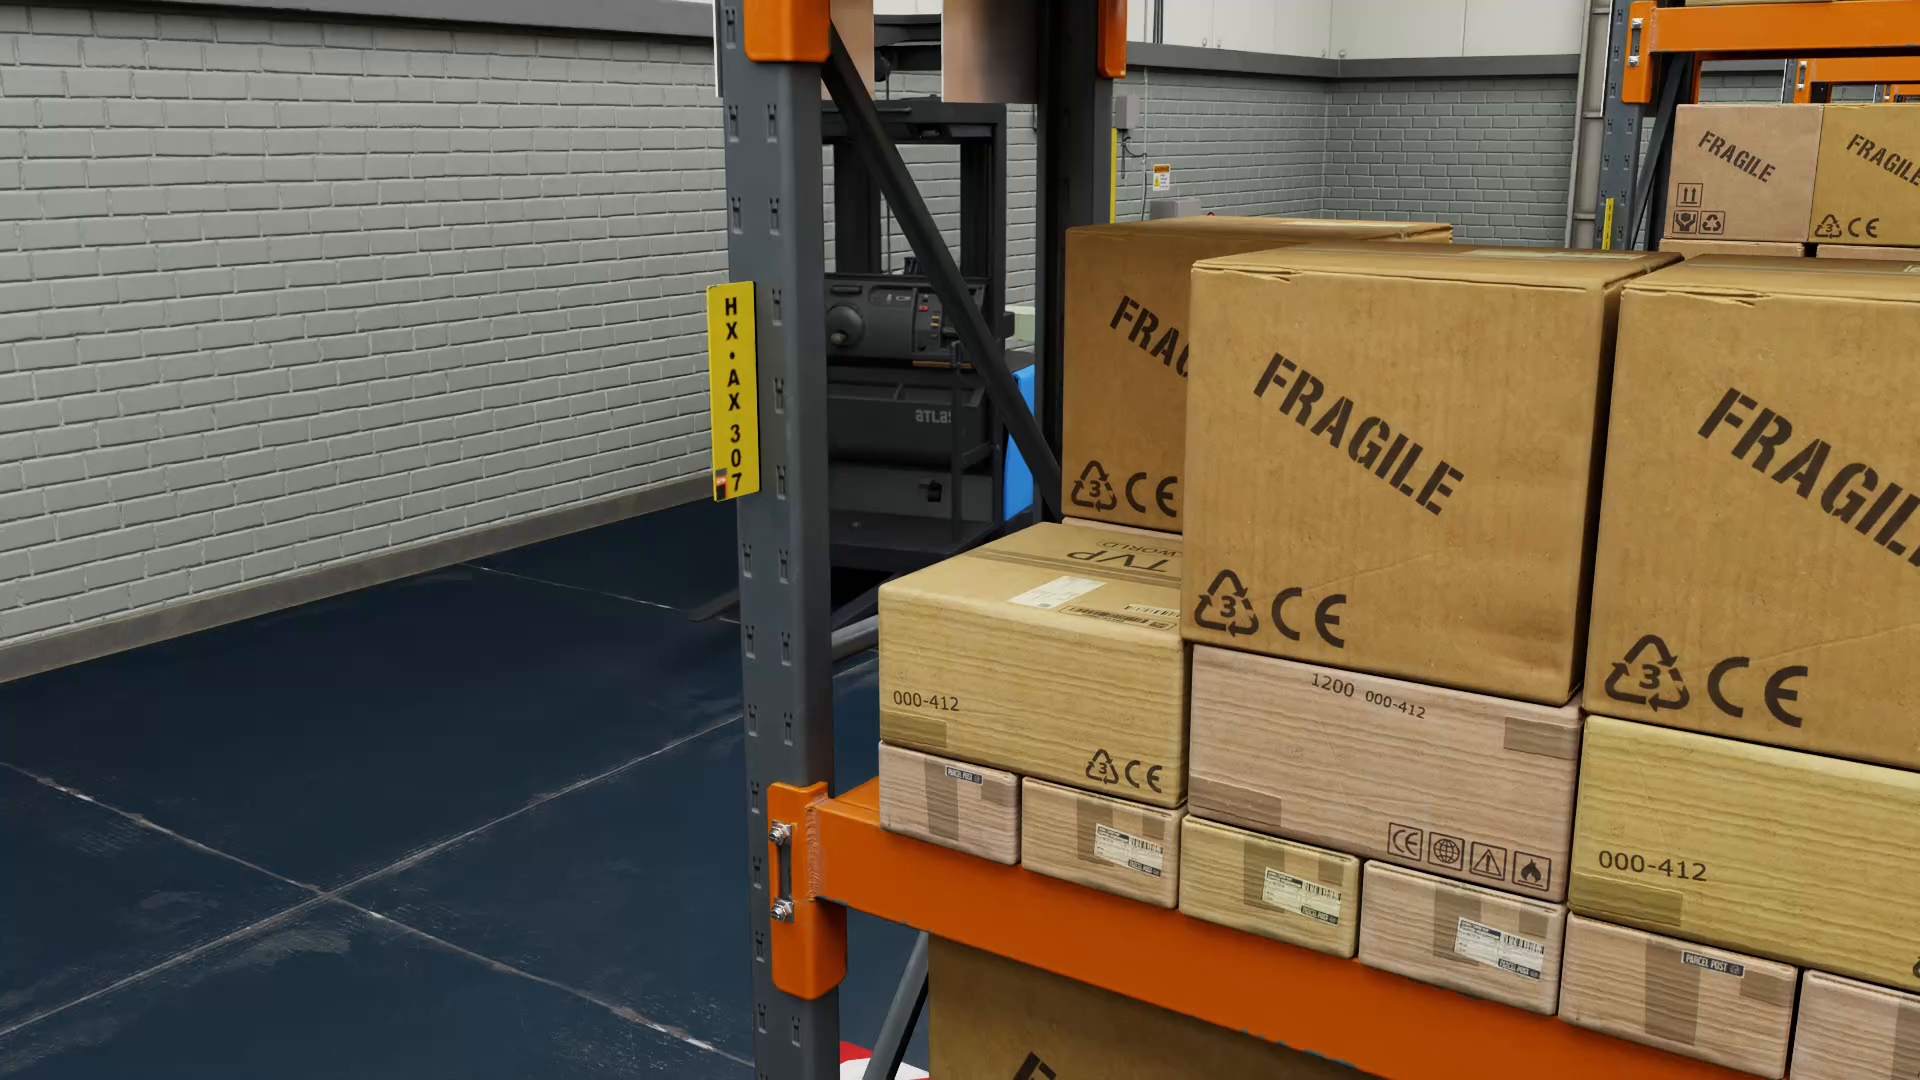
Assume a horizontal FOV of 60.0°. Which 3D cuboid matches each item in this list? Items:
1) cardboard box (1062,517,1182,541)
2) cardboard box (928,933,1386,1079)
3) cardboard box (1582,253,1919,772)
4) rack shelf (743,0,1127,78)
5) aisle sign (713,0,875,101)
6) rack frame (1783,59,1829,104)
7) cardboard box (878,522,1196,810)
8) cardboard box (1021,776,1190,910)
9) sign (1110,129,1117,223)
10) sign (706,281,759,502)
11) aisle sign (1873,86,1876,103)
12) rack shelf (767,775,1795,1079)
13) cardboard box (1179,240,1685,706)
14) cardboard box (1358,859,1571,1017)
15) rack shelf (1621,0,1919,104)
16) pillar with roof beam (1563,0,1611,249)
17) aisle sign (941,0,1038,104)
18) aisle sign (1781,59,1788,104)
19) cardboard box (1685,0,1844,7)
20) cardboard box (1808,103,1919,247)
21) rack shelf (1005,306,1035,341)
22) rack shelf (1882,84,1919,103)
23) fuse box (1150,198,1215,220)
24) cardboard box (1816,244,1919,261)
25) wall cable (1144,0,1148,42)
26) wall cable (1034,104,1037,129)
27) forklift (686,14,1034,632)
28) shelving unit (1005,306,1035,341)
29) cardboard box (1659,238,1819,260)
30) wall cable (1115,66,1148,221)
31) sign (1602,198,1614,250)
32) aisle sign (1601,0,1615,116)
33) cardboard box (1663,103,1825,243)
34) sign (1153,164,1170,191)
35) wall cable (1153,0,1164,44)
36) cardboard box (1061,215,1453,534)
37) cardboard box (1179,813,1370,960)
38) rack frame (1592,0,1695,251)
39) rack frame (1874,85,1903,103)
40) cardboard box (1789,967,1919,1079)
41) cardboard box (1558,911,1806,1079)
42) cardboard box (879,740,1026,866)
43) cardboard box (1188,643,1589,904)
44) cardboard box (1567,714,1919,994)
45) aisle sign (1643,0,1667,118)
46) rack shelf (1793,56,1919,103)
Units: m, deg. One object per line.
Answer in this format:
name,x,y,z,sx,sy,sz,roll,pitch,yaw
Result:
cardboard box,0.521,0.064,3.016,0.500,0.250,0.500,9,16,32
cardboard box,0.547,1.021,3.005,0.875,0.875,0.875,9,17,33
cardboard box,1.067,-0.059,1.951,0.500,0.500,0.500,9,16,31
rack shelf,1.631,-0.715,1.725,4.000,0.370,1.077,9,17,33
aisle sign,-0.256,-1.088,2.568,0.004,0.787,0.394,9,17,33
rack frame,5.502,-1.853,11.065,0.127,3.000,1.000,9,17,33
cardboard box,0.219,0.170,2.587,0.500,0.250,0.500,9,16,31
cardboard box,0.295,0.393,2.517,0.250,0.149,0.380,9,16,32
sign,0.285,-0.660,3.344,0.005,0.325,0.100,9,17,33
sign,-0.344,-0.225,2.525,0.005,0.325,0.100,9,17,33
aisle sign,8.048,-4.055,14.553,0.004,0.787,0.394,9,17,33
rack shelf,1.631,0.741,2.085,4.000,0.370,1.077,9,17,33
cardboard box,0.633,-0.127,2.226,0.500,0.500,0.500,9,16,31
cardboard box,0.725,0.462,2.238,0.250,0.149,0.380,9,16,32
rack shelf,4.483,-1.691,5.665,4.000,0.370,1.077,9,17,33
pillar with roof beam,4.132,-5.438,13.063,0.400,9.000,9.100,9,17,33
aisle sign,0.079,-1.208,3.051,0.004,0.787,0.394,9,17,33
aisle sign,5.280,-3.066,10.558,0.004,0.787,0.394,9,17,33
cardboard box,3.053,-2.124,6.231,0.500,0.250,0.500,10,17,35
cardboard box,3.470,-1.351,6.130,0.500,0.500,0.500,10,17,34
rack shelf,0.237,-1.241,10.093,0.720,0.370,0.431,5,15,19
rack shelf,9.928,-3.681,13.707,4.000,0.370,1.077,9,17,33
fuse box,2.103,-2.378,15.868,0.414,1.711,0.539,9,17,33
cardboard box,3.500,-0.863,6.240,0.500,0.500,0.500,9,17,33
wall cable,1.047,-5.621,13.803,0.029,3.000,2.355,9,17,33
wall cable,0.810,-3.113,13.975,0.123,1.953,0.585,9,17,33
forklift,-0.390,-1.163,8.424,1.130,2.935,3.031,5,15,20
shelving unit,0.237,-0.863,10.186,0.755,1.500,0.431,5,15,19
cardboard box,3.041,-0.930,6.509,0.500,0.500,0.500,10,17,35
wall cable,1.592,-3.382,15.127,0.122,1.984,0.588,9,17,33
sign,2.520,-1.164,6.482,0.005,0.325,0.100,9,17,33
aisle sign,2.595,-2.064,6.508,0.004,0.787,0.394,9,17,33
cardboard box,3.047,-1.417,6.398,0.500,0.500,0.500,9,17,32
sign,1.901,-3.421,15.682,0.001,0.242,0.339,9,17,33
wall cable,2.633,-6.190,16.022,0.133,3.039,2.988,9,17,33
cardboard box,0.522,-0.299,2.922,0.500,0.500,0.500,9,17,33
cardboard box,0.508,0.427,2.378,0.250,0.149,0.380,9,16,31
rack frame,2.823,-0.852,7.023,0.127,3.000,1.000,9,17,33
rack frame,8.269,-2.843,15.065,0.127,3.000,1.000,9,17,33
cardboard box,1.150,0.531,1.960,0.250,0.149,0.380,9,16,32
cardboard box,0.935,0.496,2.099,0.250,0.149,0.380,9,16,32
cardboard box,0.081,0.359,2.655,0.250,0.149,0.380,9,17,33
cardboard box,0.654,0.238,2.311,0.500,0.250,0.500,9,16,32
cardboard box,1.069,0.306,2.036,0.500,0.250,0.500,9,16,31
aisle sign,2.930,-2.184,6.992,0.004,0.787,0.394,9,17,33
rack shelf,7.161,-2.691,9.707,4.000,0.370,1.077,9,17,33
